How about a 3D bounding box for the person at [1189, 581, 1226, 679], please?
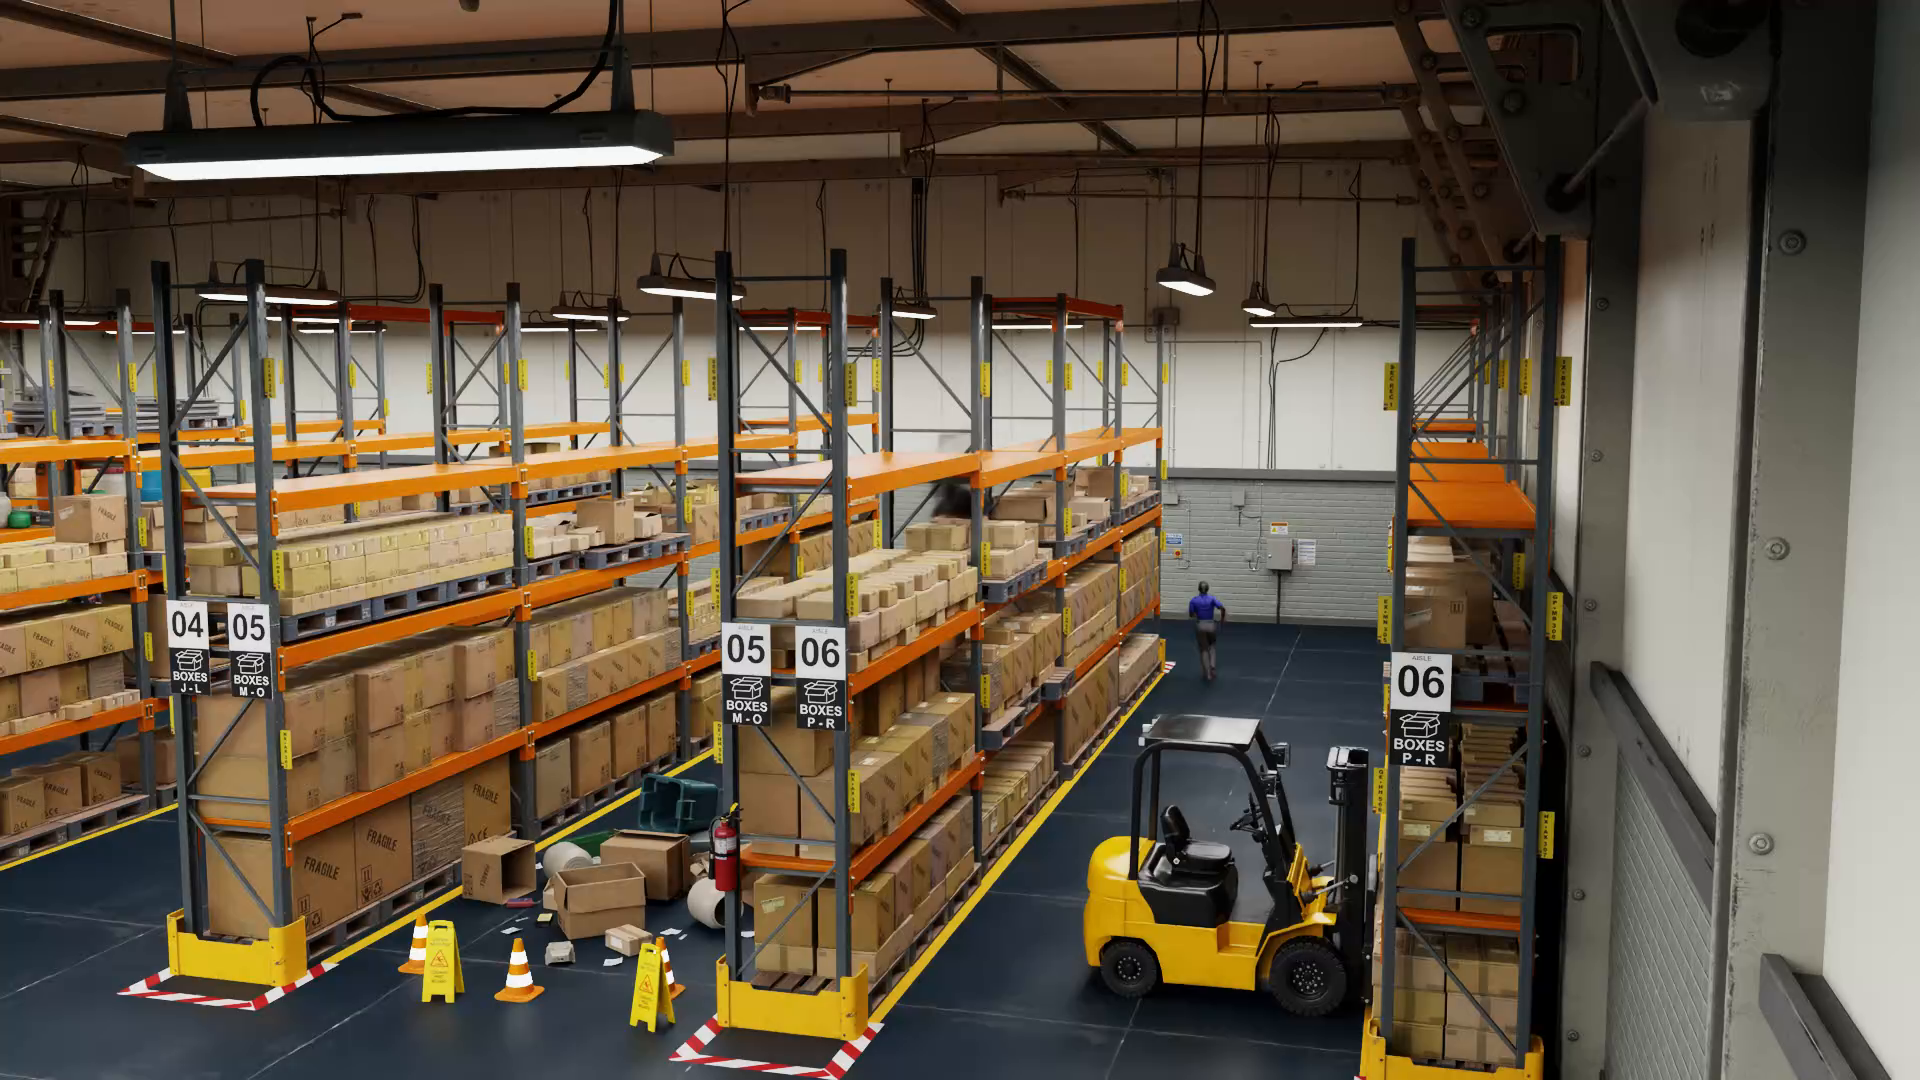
[{"bbox_3d":[4.030,1.487,27.264,0.560,1.637,0.605,0,6,-1],"label":"person"}]
